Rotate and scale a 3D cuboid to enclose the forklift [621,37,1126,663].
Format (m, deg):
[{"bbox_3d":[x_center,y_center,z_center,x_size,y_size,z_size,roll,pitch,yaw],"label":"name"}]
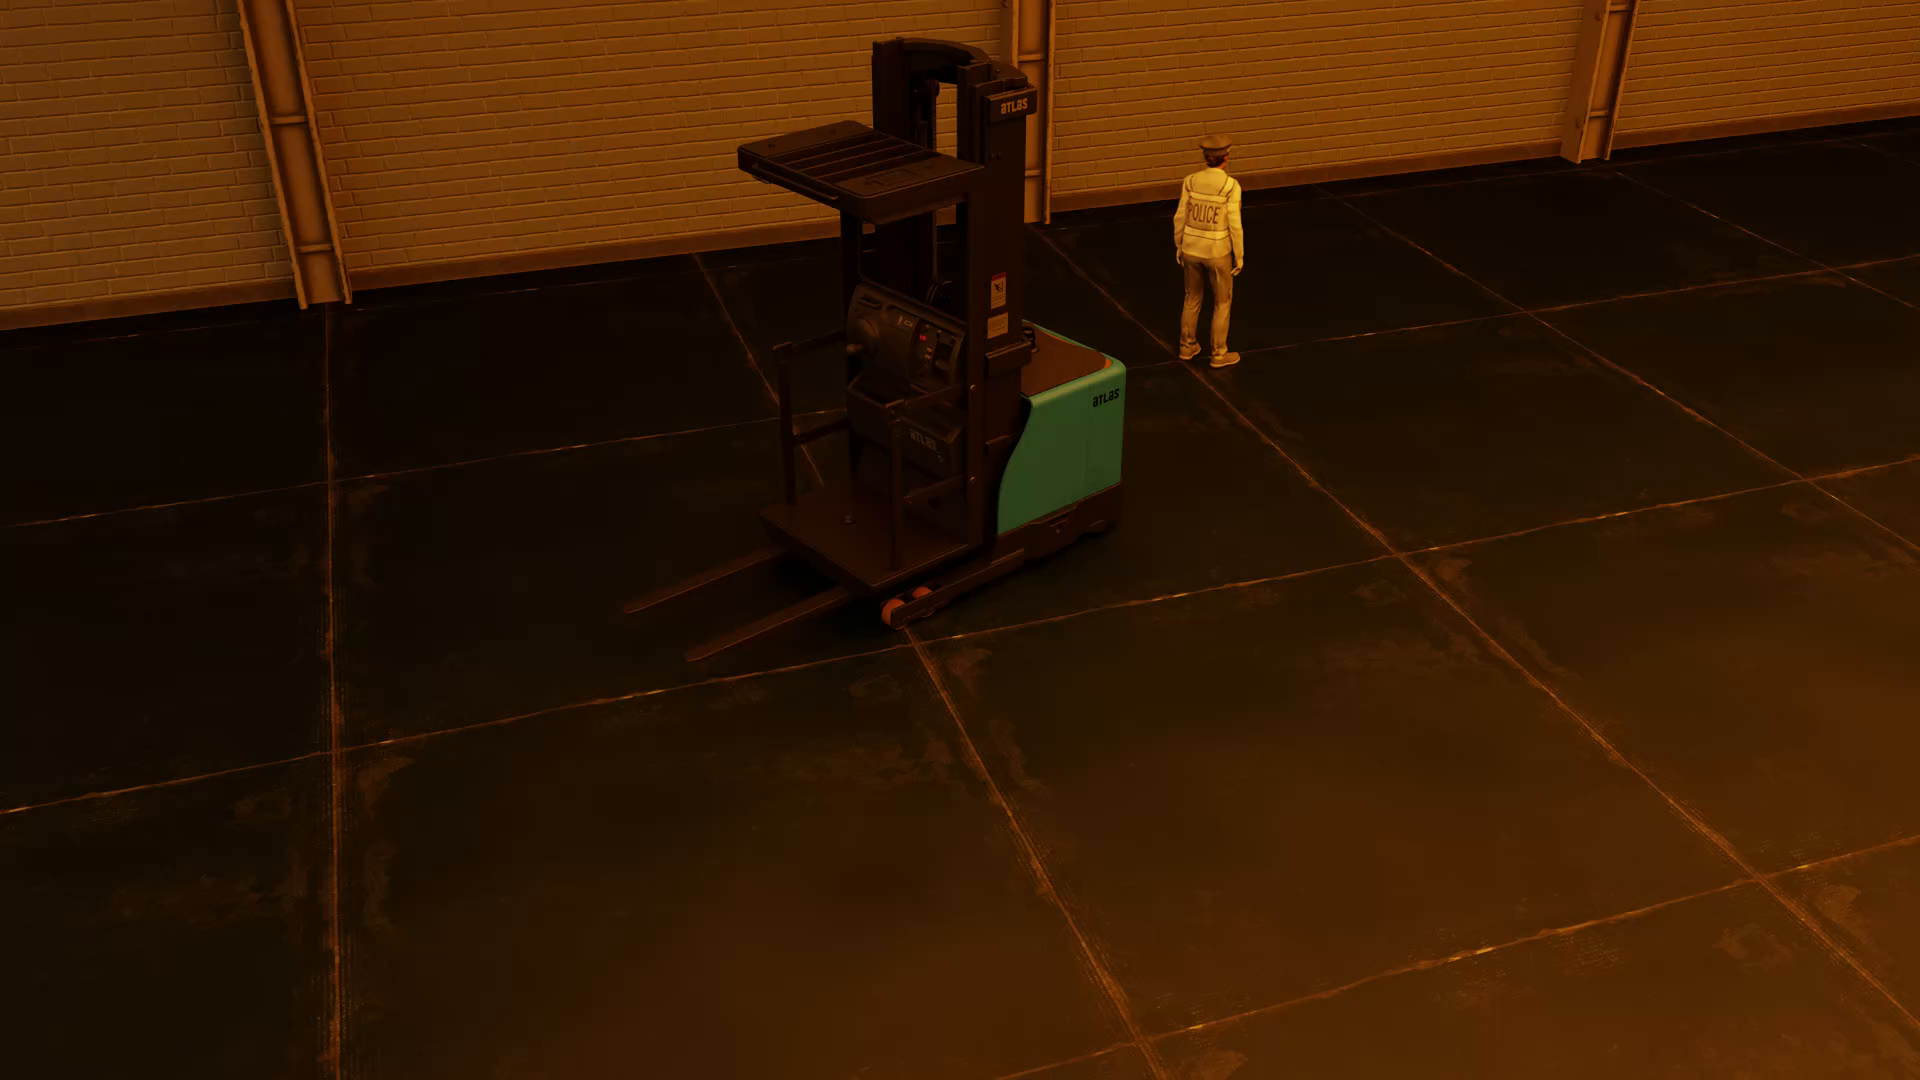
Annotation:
[{"bbox_3d":[-0.461,-1.072,8.951,3.031,2.935,1.130,-23,37,-34],"label":"forklift"}]

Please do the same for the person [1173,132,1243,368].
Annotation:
[{"bbox_3d":[1.786,-2.063,11.947,0.536,1.662,0.373,17,34,27],"label":"person"}]
